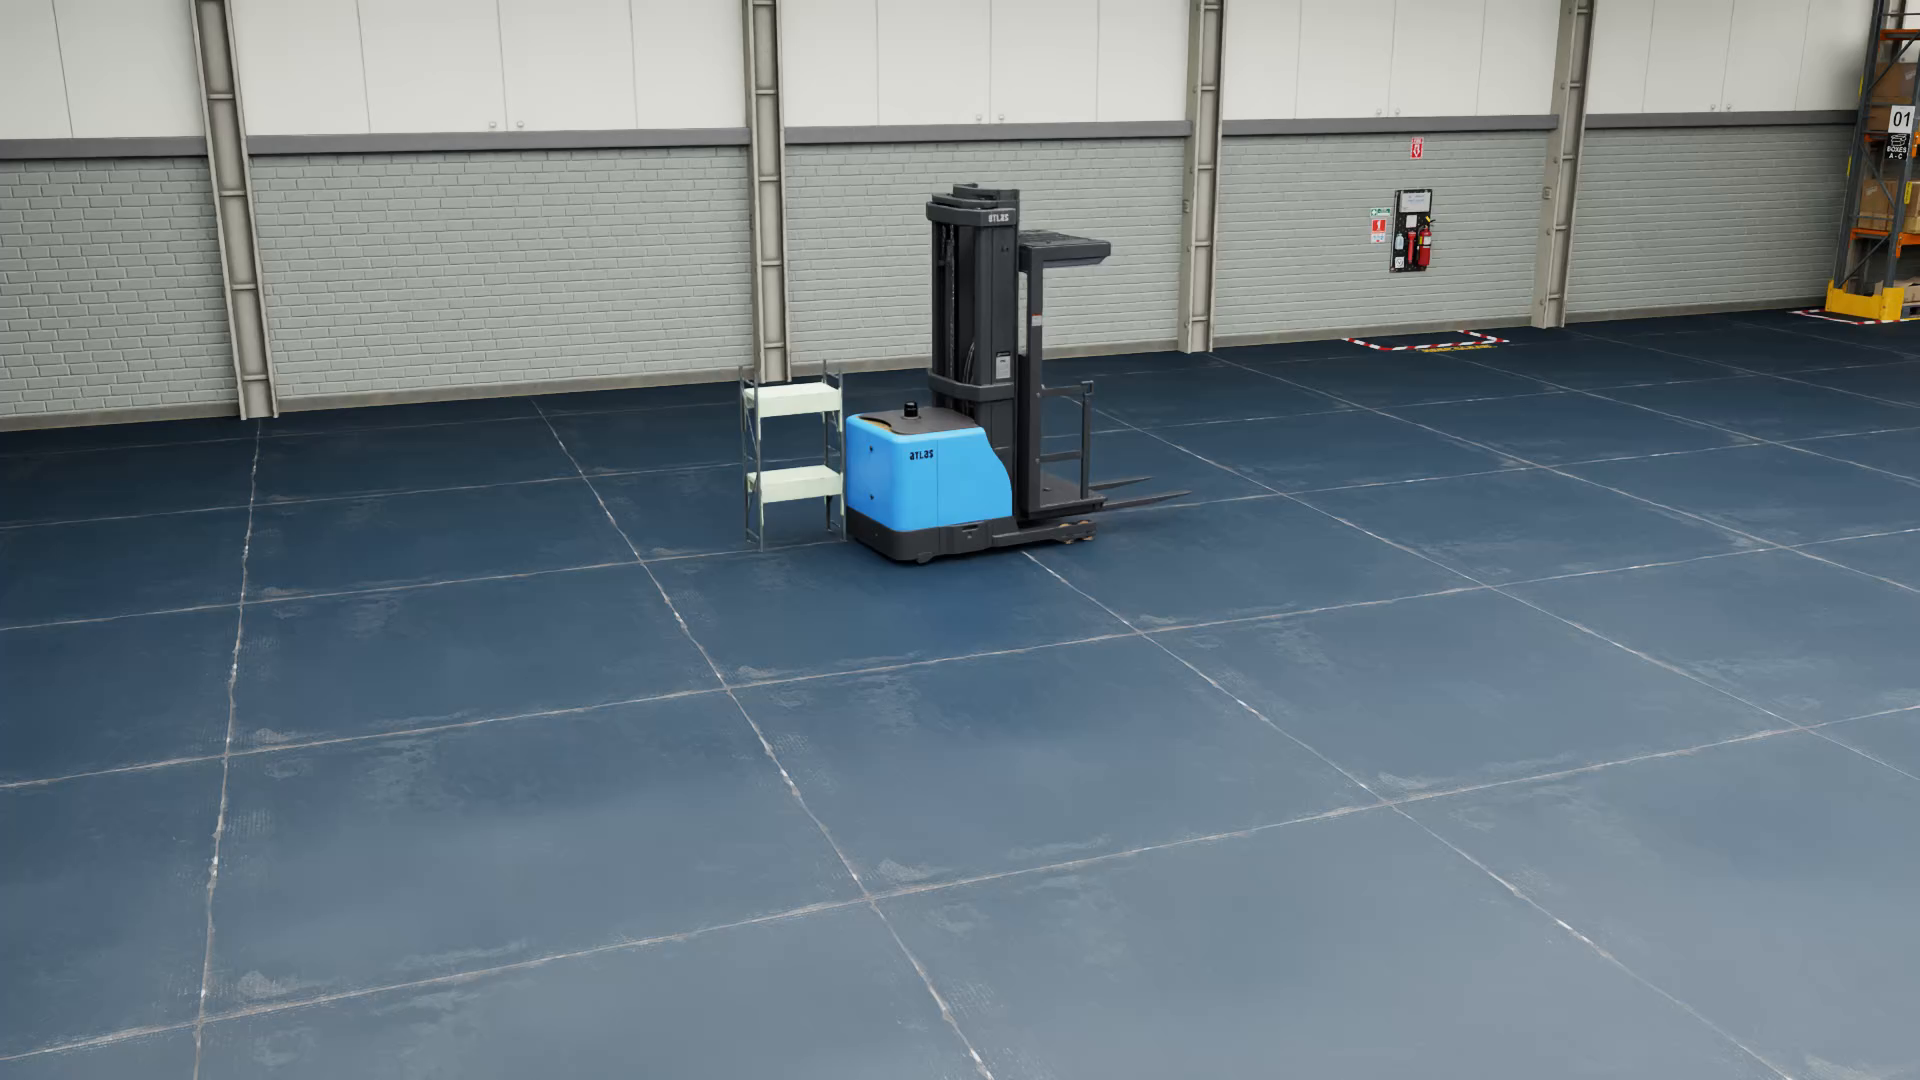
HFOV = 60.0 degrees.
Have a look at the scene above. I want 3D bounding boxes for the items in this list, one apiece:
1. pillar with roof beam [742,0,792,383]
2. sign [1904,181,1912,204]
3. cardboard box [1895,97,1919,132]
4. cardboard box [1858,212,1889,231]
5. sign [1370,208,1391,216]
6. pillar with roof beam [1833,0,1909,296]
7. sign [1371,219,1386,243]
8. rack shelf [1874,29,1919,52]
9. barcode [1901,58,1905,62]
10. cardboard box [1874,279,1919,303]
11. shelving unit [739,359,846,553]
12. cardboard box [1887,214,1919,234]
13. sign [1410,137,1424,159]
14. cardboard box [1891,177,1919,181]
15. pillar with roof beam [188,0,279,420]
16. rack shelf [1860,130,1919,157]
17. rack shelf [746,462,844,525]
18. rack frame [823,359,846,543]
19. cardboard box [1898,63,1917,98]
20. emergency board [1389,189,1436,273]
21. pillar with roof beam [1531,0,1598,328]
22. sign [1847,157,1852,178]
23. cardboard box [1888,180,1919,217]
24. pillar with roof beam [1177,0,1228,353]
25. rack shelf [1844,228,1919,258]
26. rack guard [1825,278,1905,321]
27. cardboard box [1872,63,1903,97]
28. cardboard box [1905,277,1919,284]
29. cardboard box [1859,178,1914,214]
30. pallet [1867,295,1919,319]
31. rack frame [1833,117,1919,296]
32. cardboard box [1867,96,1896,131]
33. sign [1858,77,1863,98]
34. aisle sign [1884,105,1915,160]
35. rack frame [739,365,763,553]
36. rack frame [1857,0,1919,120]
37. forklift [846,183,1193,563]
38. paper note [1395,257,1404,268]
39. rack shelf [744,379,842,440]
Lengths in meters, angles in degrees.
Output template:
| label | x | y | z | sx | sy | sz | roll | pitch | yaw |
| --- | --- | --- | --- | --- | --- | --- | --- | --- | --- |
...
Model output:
| label | x | y | z | sx | sy | sz | roll | pitch | yaw |
| --- | --- | --- | --- | --- | --- | --- | --- | --- | --- |
| pillar with roof beam | -0.814 | -5.201 | 15.837 | 0.400 | 9.000 | 9.100 | -6 | 17 | -20 |
| sign | 14.304 | -5.244 | 25.096 | 0.005 | 0.325 | 0.100 | -6 | 17 | -20 |
| cardboard box | 14.511 | -6.436 | 25.156 | 0.500 | 0.500 | 0.500 | -6 | 17 | -19 |
| cardboard box | 14.477 | -5.007 | 26.057 | 0.500 | 0.250 | 0.500 | -6 | 17 | -19 |
| sign | 5.984 | -4.667 | 23.662 | 0.331 | 0.109 | 0.001 | -6 | 17 | -20 |
| pillar with roof beam | 15.994 | -7.016 | 22.017 | 0.400 | 9.000 | 9.100 | -6 | 17 | -20 |
| sign | 5.977 | -4.414 | 23.743 | 0.234 | 0.329 | 0.001 | -6 | 17 | -20 |
| rack shelf | 15.977 | -7.705 | 25.648 | 4.000 | 0.370 | 1.077 | -6 | 17 | -20 |
| barcode | 14.594 | -7.429 | 25.734 | 0.075 | 0.075 | 0.001 | -6 | 17 | -20 |
| cardboard box | 14.788 | -3.939 | 26.178 | 0.500 | 0.311 | 0.500 | -8 | 18 | -26 |
| shelving unit | -1.389 | -0.706 | 13.841 | 0.755 | 1.500 | 0.431 | -8 | 18 | -24 |
| cardboard box | 14.679 | -4.875 | 25.606 | 0.500 | 0.250 | 0.500 | -7 | 18 | -22 |
| sign | 6.487 | -5.563 | 23.605 | 0.199 | 0.298 | 0.001 | -6 | 17 | -20 |
| cardboard box | 14.947 | -5.421 | 26.133 | 0.500 | 0.500 | 0.500 | -6 | 17 | -19 |
| pillar with roof beam | -6.417 | -4.596 | 13.777 | 0.400 | 9.000 | 9.100 | -6 | 17 | -20 |
| rack shelf | 15.977 | -6.267 | 26.070 | 4.000 | 0.370 | 1.077 | -6 | 17 | -20 |
| rack shelf | -1.389 | -0.394 | 13.933 | 0.720 | 0.370 | 0.431 | -8 | 18 | -24 |
| rack frame | -1.058 | -0.751 | 13.991 | 0.023 | 1.500 | 0.400 | -8 | 18 | -24 |
| cardboard box | 14.556 | -6.923 | 25.039 | 0.500 | 0.500 | 0.500 | -8 | 18 | -24 |
| emergency board | 6.530 | -4.426 | 23.845 | 0.643 | 1.169 | 0.194 | -6 | 17 | -20 |
| pillar with roof beam | 10.392 | -6.411 | 19.957 | 0.400 | 9.000 | 9.100 | -6 | 17 | -20 |
| sign | 13.930 | -5.827 | 26.001 | 0.005 | 0.325 | 0.100 | -6 | 17 | -20 |
| cardboard box | 14.663 | -5.238 | 25.512 | 0.500 | 0.500 | 0.500 | -6 | 17 | -20 |
| pillar with roof beam | 4.789 | -5.806 | 17.897 | 0.400 | 9.000 | 9.100 | -6 | 17 | -20 |
| rack shelf | 15.977 | -4.828 | 26.492 | 4.000 | 0.370 | 1.077 | -6 | 17 | -20 |
| rack guard | 14.181 | -3.780 | 26.083 | 0.348 | 0.500 | 1.175 | -6 | 17 | -20 |
| cardboard box | 14.419 | -7.060 | 25.506 | 0.500 | 0.500 | 0.500 | -5 | 17 | -18 |
| cardboard box | 15.320 | -3.996 | 26.374 | 0.500 | 0.311 | 0.500 | -5 | 17 | -15 |
| cardboard box | 14.474 | -5.372 | 25.969 | 0.500 | 0.500 | 0.500 | -6 | 18 | -21 |
| pallet | 14.952 | -3.714 | 26.371 | 1.213 | 0.211 | 1.003 | -6 | 17 | -20 |
| rack frame | 14.110 | -4.972 | 25.704 | 0.127 | 3.000 | 1.000 | -6 | 17 | -20 |
| cardboard box | 14.409 | -6.577 | 25.635 | 0.500 | 0.500 | 0.500 | -5 | 17 | -16 |
| sign | 13.930 | -6.984 | 25.661 | 0.005 | 0.325 | 0.100 | -6 | 17 | -20 |
| aisle sign | 14.150 | -6.133 | 25.045 | 0.004 | 0.787 | 0.394 | -6 | 17 | -20 |
| rack frame | -1.719 | -0.662 | 13.690 | 0.023 | 1.500 | 0.400 | -8 | 18 | -24 |
| rack frame | 14.110 | -7.850 | 24.859 | 0.127 | 3.000 | 1.000 | -6 | 17 | -20 |
| forklift | 0.579 | -1.496 | 13.989 | 3.031 | 2.935 | 1.130 | -9 | 19 | -27 |
| paper note | 6.340 | -4.003 | 23.971 | 0.142 | 0.148 | 0.016 | -6 | 17 | -20 |
| rack shelf | -1.388 | -1.081 | 13.730 | 0.720 | 0.370 | 0.431 | -8 | 18 | -24 |
